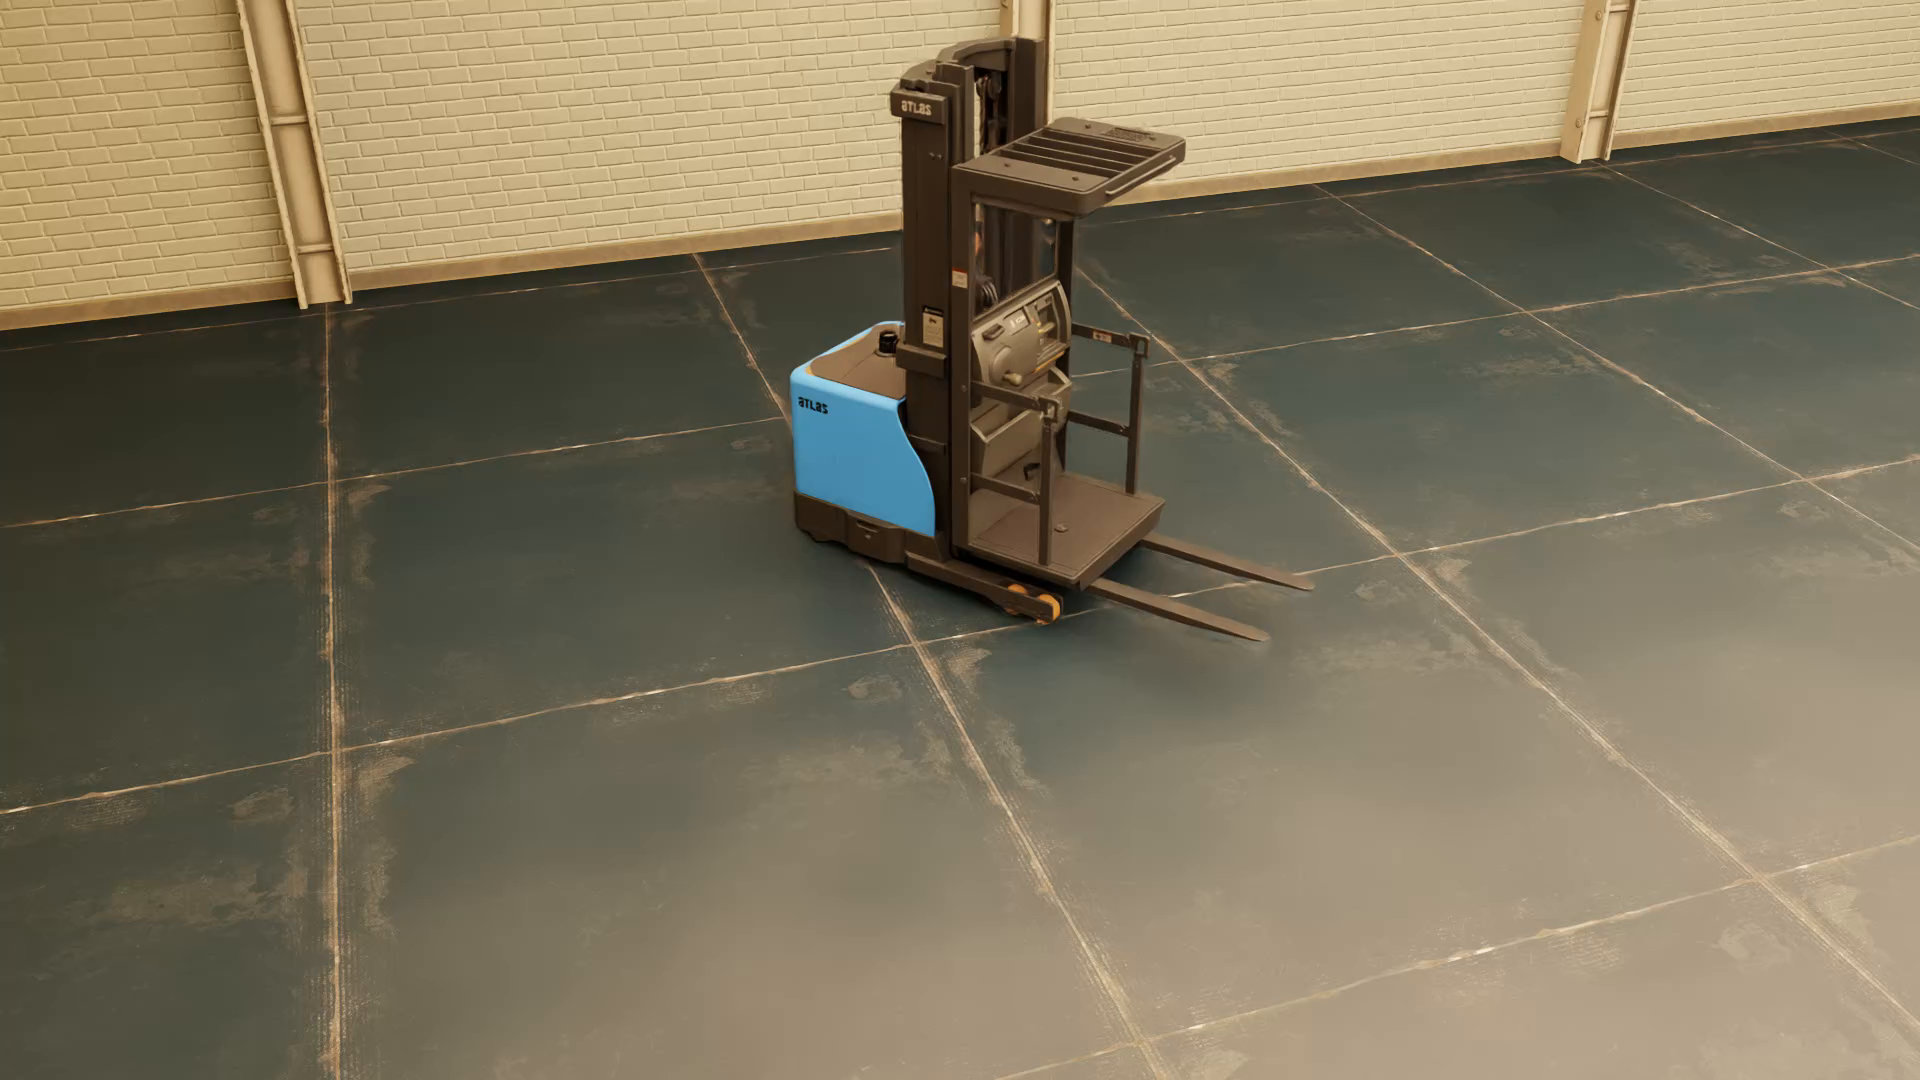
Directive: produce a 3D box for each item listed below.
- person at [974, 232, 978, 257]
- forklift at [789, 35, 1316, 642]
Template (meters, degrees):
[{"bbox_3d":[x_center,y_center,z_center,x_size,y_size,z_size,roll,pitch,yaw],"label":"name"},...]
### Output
[{"bbox_3d":[-0.073,-1.207,10.632,0.429,1.561,0.735,-5,30,-8],"label":"person"},{"bbox_3d":[0.511,-1.104,9.005,3.031,2.935,1.130,18,35,29],"label":"forklift"}]
